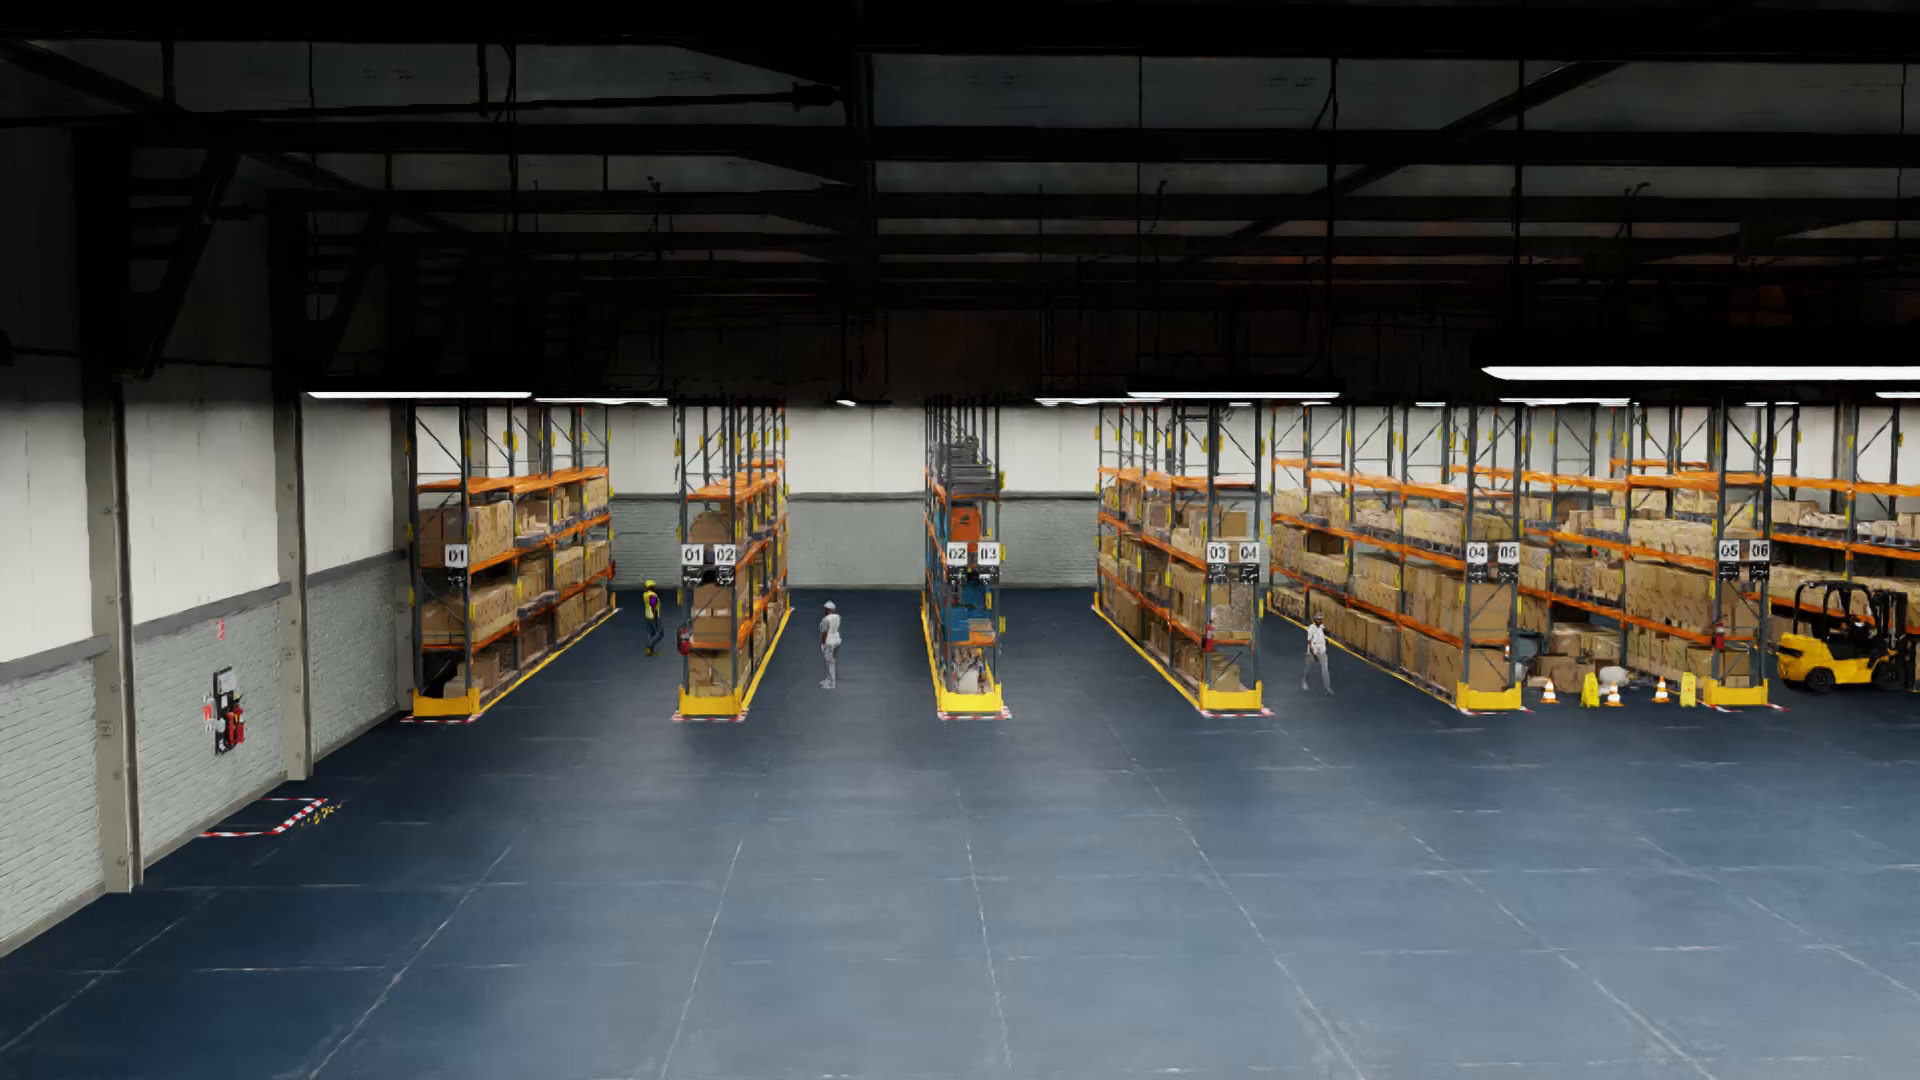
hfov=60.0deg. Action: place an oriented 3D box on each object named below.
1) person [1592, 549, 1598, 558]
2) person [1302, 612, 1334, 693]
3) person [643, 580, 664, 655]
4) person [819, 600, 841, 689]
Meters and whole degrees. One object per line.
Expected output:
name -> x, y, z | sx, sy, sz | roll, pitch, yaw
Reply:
person -> 17.797, 1.135, 46.786 | 0.583, 1.790, 0.736 | 0, 5, -4
person -> 7.194, 2.247, 33.541 | 0.448, 1.622, 0.996 | -1, 5, -11
person -> -7.137, 1.799, 38.504 | 0.456, 1.762, 0.607 | -3, 5, -32
person -> -2.714, 2.125, 34.062 | 0.494, 1.785, 0.616 | 2, 5, 27
